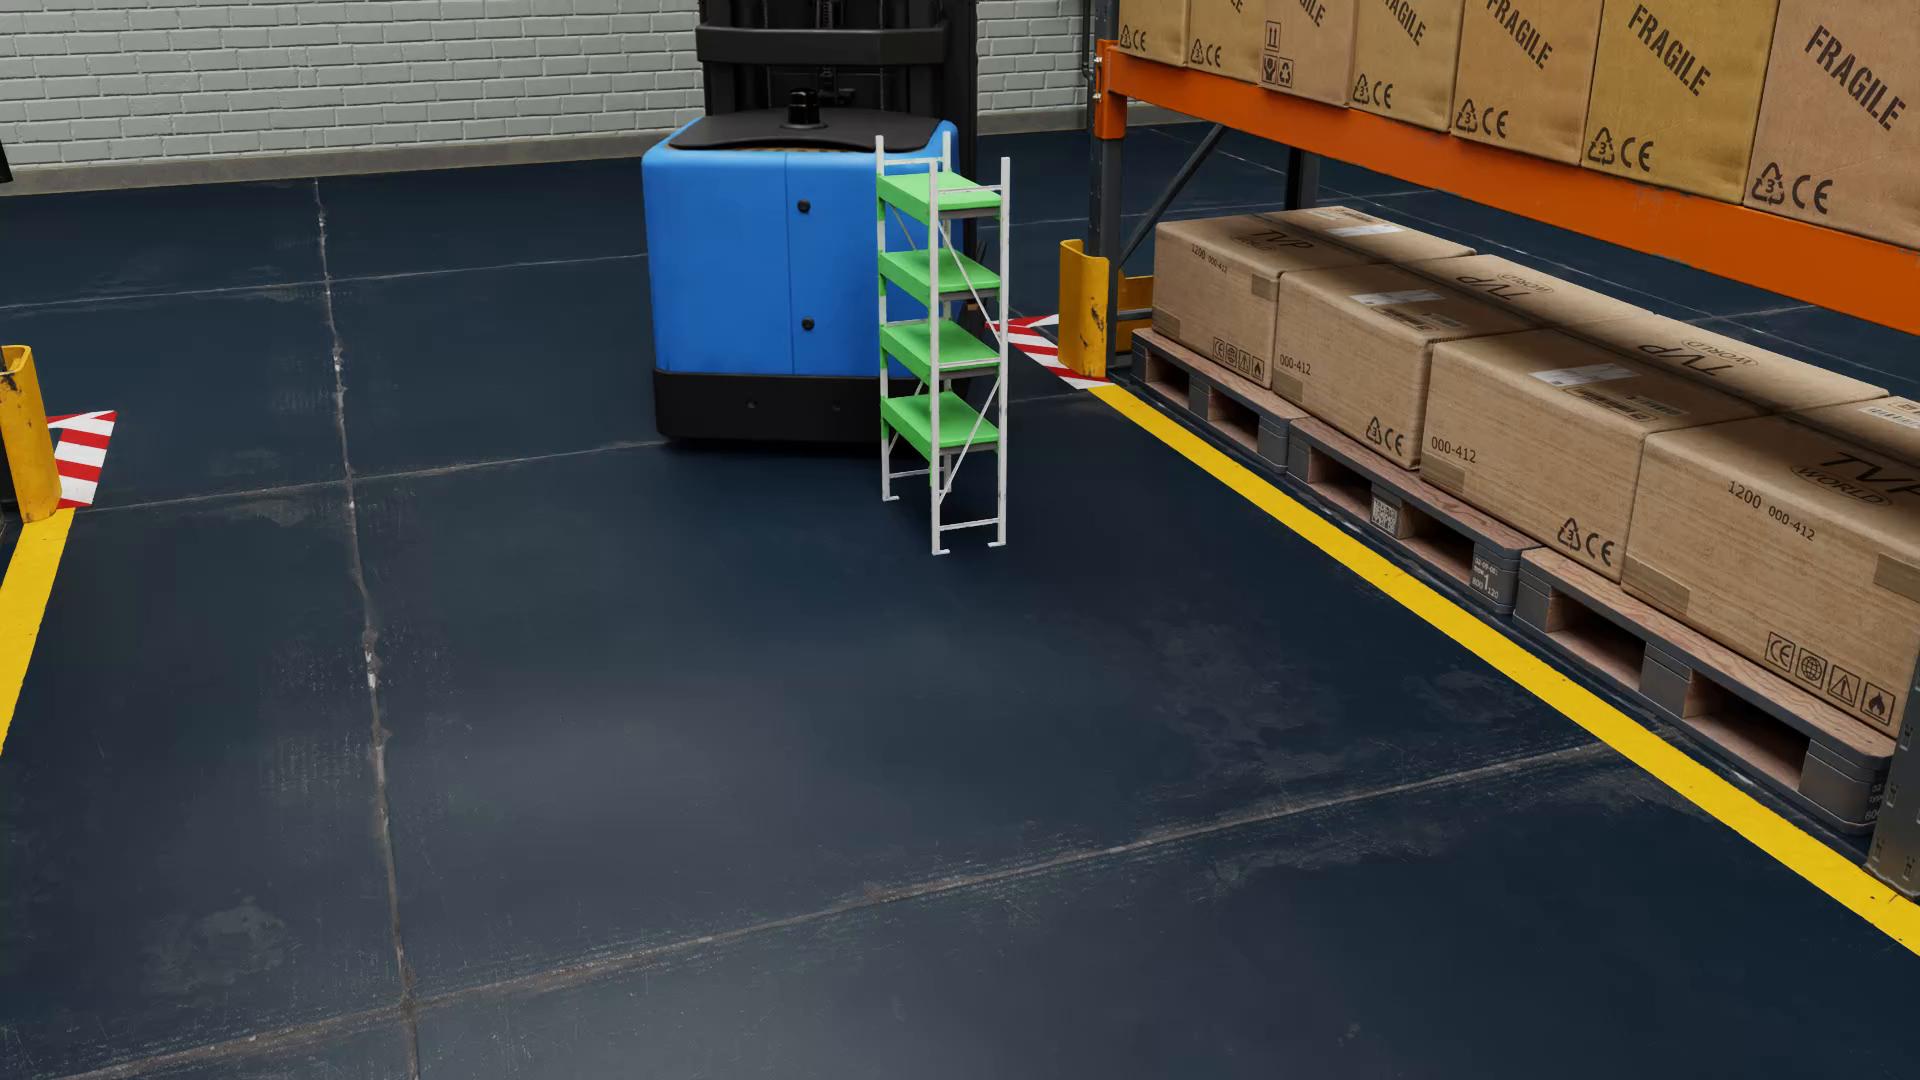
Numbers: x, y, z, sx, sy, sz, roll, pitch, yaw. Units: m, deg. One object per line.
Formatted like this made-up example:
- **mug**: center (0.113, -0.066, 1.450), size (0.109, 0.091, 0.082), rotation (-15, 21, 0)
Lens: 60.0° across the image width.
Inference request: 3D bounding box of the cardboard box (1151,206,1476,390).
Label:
- **cardboard box**: center (1.338, -0.959, 6.422), size (0.875, 0.438, 0.875), rotation (-9, 25, -21)

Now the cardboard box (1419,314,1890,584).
- **cardboard box**: center (1.986, -0.300, 4.858), size (0.875, 0.438, 0.875), rotation (-9, 25, -21)

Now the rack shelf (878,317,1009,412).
- **rack shelf**: center (-0.058, -0.554, 5.184), size (0.258, 0.148, 0.480), rotation (-8, 24, -19)

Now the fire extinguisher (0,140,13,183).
- **fire extinguisher**: center (-3.241, -1.404, 5.299), size (0.296, 0.674, 0.183), rotation (-8, 24, -19)

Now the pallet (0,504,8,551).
- **pallet**: center (-3.303, 0.156, 4.608), size (1.003, 0.211, 1.213), rotation (-8, 24, -19)

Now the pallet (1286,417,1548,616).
- **pallet**: center (1.794, -0.165, 5.370), size (1.003, 0.211, 1.213), rotation (-8, 24, -19)

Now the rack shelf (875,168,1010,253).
- **rack shelf**: center (-0.058, -0.996, 4.998), size (0.258, 0.148, 0.480), rotation (-8, 24, -19)

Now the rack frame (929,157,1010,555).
- **rack frame**: center (0.028, -0.524, 4.949), size (0.240, 1.200, 0.015), rotation (-8, 24, -19)

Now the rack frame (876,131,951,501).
- **rack frame**: center (-0.145, -0.702, 5.370), size (0.240, 1.200, 0.015), rotation (-8, 24, -19)

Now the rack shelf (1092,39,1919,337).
- **rack shelf**: center (1.718, -1.114, 4.958), size (1.077, 0.370, 4.000), rotation (-8, 24, -19)

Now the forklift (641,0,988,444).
- **forklift**: center (-0.459, -2.221, 6.746), size (1.130, 2.935, 3.031), rotation (2, 23, 4)

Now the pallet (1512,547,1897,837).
- **pallet**: center (2.229, 0.279, 4.317), size (1.003, 0.211, 1.213), rotation (-8, 24, -19)

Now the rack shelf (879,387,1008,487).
- **rack shelf**: center (-0.058, -0.333, 5.278), size (0.258, 0.148, 0.480), rotation (-8, 24, -19)

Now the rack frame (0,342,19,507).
- **rack frame**: center (-3.584, -1.457, 4.844), size (1.000, 3.000, 0.127), rotation (-8, 24, -19)

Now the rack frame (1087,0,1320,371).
- **rack frame**: center (1.012, -2.172, 6.542), size (1.000, 3.000, 0.127), rotation (-8, 24, -19)

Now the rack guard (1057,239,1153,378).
- **rack guard**: center (1.003, -1.029, 7.049), size (1.175, 0.500, 0.348), rotation (-8, 24, -19)

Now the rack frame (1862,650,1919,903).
- **rack frame**: center (2.425, -0.719, 3.094), size (1.000, 3.000, 0.127), rotation (-8, 24, -19)

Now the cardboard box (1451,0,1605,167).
- **cardboard box**: center (1.643, -1.265, 4.262), size (0.500, 0.500, 0.500), rotation (-9, 24, -20)

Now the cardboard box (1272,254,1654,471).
- **cardboard box**: center (1.669, -0.628, 5.636), size (0.875, 0.438, 0.875), rotation (-8, 24, -18)

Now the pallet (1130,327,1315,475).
- **pallet**: center (1.367, -0.608, 6.420), size (1.003, 0.211, 1.213), rotation (-8, 24, -19)

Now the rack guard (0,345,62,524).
- **rack guard**: center (-3.557, -0.277, 5.264), size (1.175, 0.500, 0.348), rotation (-8, 24, -19)

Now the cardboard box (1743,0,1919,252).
- **cardboard box**: center (2.022, -0.899, 3.391), size (0.500, 0.500, 0.500), rotation (-8, 24, -19)

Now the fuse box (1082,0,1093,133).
- **fuse box**: center (1.015, -3.860, 12.204), size (0.539, 1.711, 0.414), rotation (-8, 24, -19)

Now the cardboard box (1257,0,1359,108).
- **cardboard box**: center (1.280, -1.638, 5.144), size (0.500, 0.500, 0.500), rotation (-8, 24, -19)

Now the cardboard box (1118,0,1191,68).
- **cardboard box**: center (0.913, -2.005, 6.016), size (0.500, 0.500, 0.500), rotation (-9, 24, -19)

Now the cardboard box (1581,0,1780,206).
- **cardboard box**: center (1.835, -1.085, 3.833), size (0.500, 0.500, 0.500), rotation (-9, 24, -20)

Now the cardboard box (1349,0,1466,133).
- **cardboard box**: center (1.473, -1.458, 4.718), size (0.500, 0.500, 0.500), rotation (-8, 24, -17)

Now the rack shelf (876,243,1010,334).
- **rack shelf**: center (-0.058, -0.775, 5.091), size (0.258, 0.148, 0.480), rotation (-8, 24, -19)

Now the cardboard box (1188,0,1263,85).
- **cardboard box**: center (1.117, -1.825, 5.589), size (0.500, 0.500, 0.500), rotation (-9, 24, -20)

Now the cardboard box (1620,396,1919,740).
- **cardboard box**: center (2.303, 0.025, 4.086), size (0.875, 0.438, 0.875), rotation (-9, 24, -20)

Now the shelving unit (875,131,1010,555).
- **shelving unit**: center (-0.058, -0.613, 5.160), size (0.258, 1.200, 0.503), rotation (-8, 24, -19)
